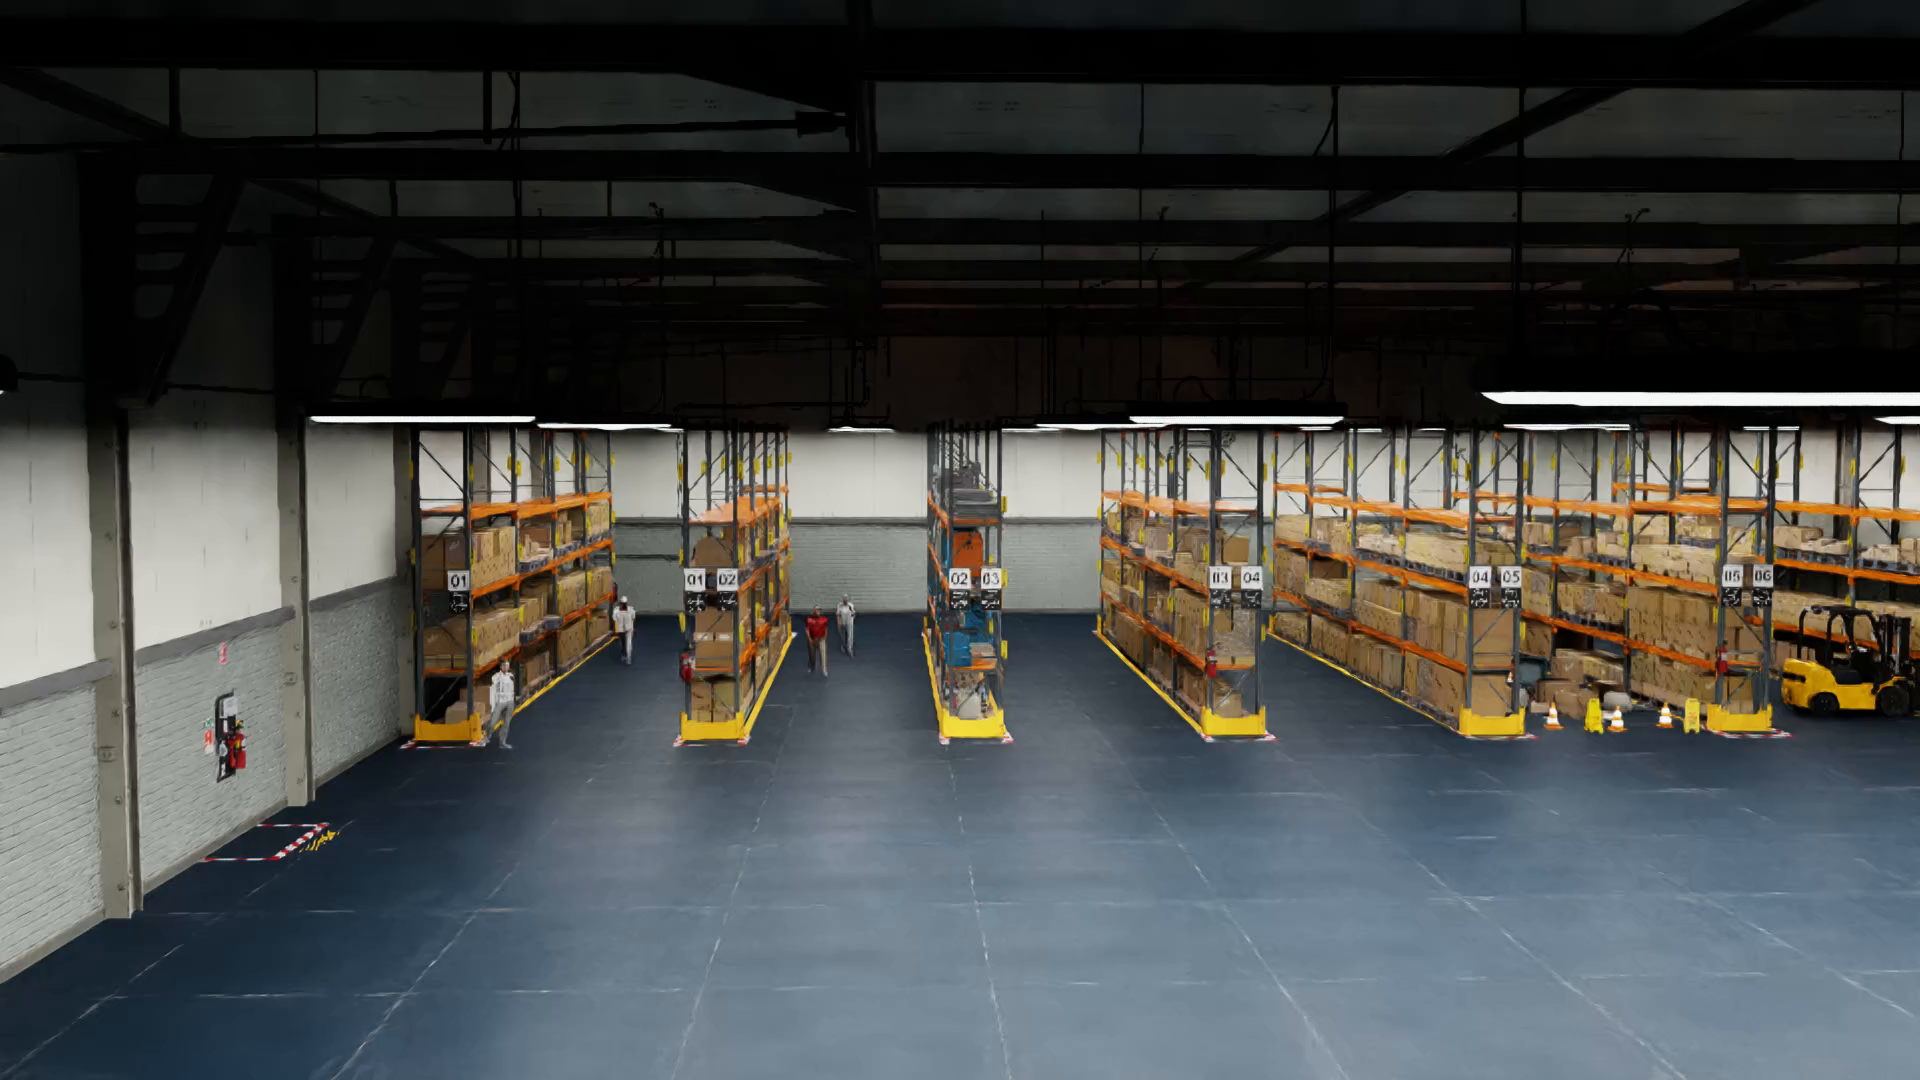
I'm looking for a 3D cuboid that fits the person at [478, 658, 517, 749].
[{"bbox_3d":[-8.371,2.963,30.125,0.660,1.662,0.470,-3,5,-43],"label":"person"}]

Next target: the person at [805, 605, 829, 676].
[{"bbox_3d":[-3.393,2.361,39.307,0.535,1.659,1.036,-1,4,-11],"label":"person"}]

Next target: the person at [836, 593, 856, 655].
[{"bbox_3d":[-2.956,2.161,43.086,0.497,1.583,1.090,0,4,0],"label":"person"}]

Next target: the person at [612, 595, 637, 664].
[{"bbox_3d":[-8.358,2.214,41.346,0.583,1.686,1.109,0,4,-4],"label":"person"}]
